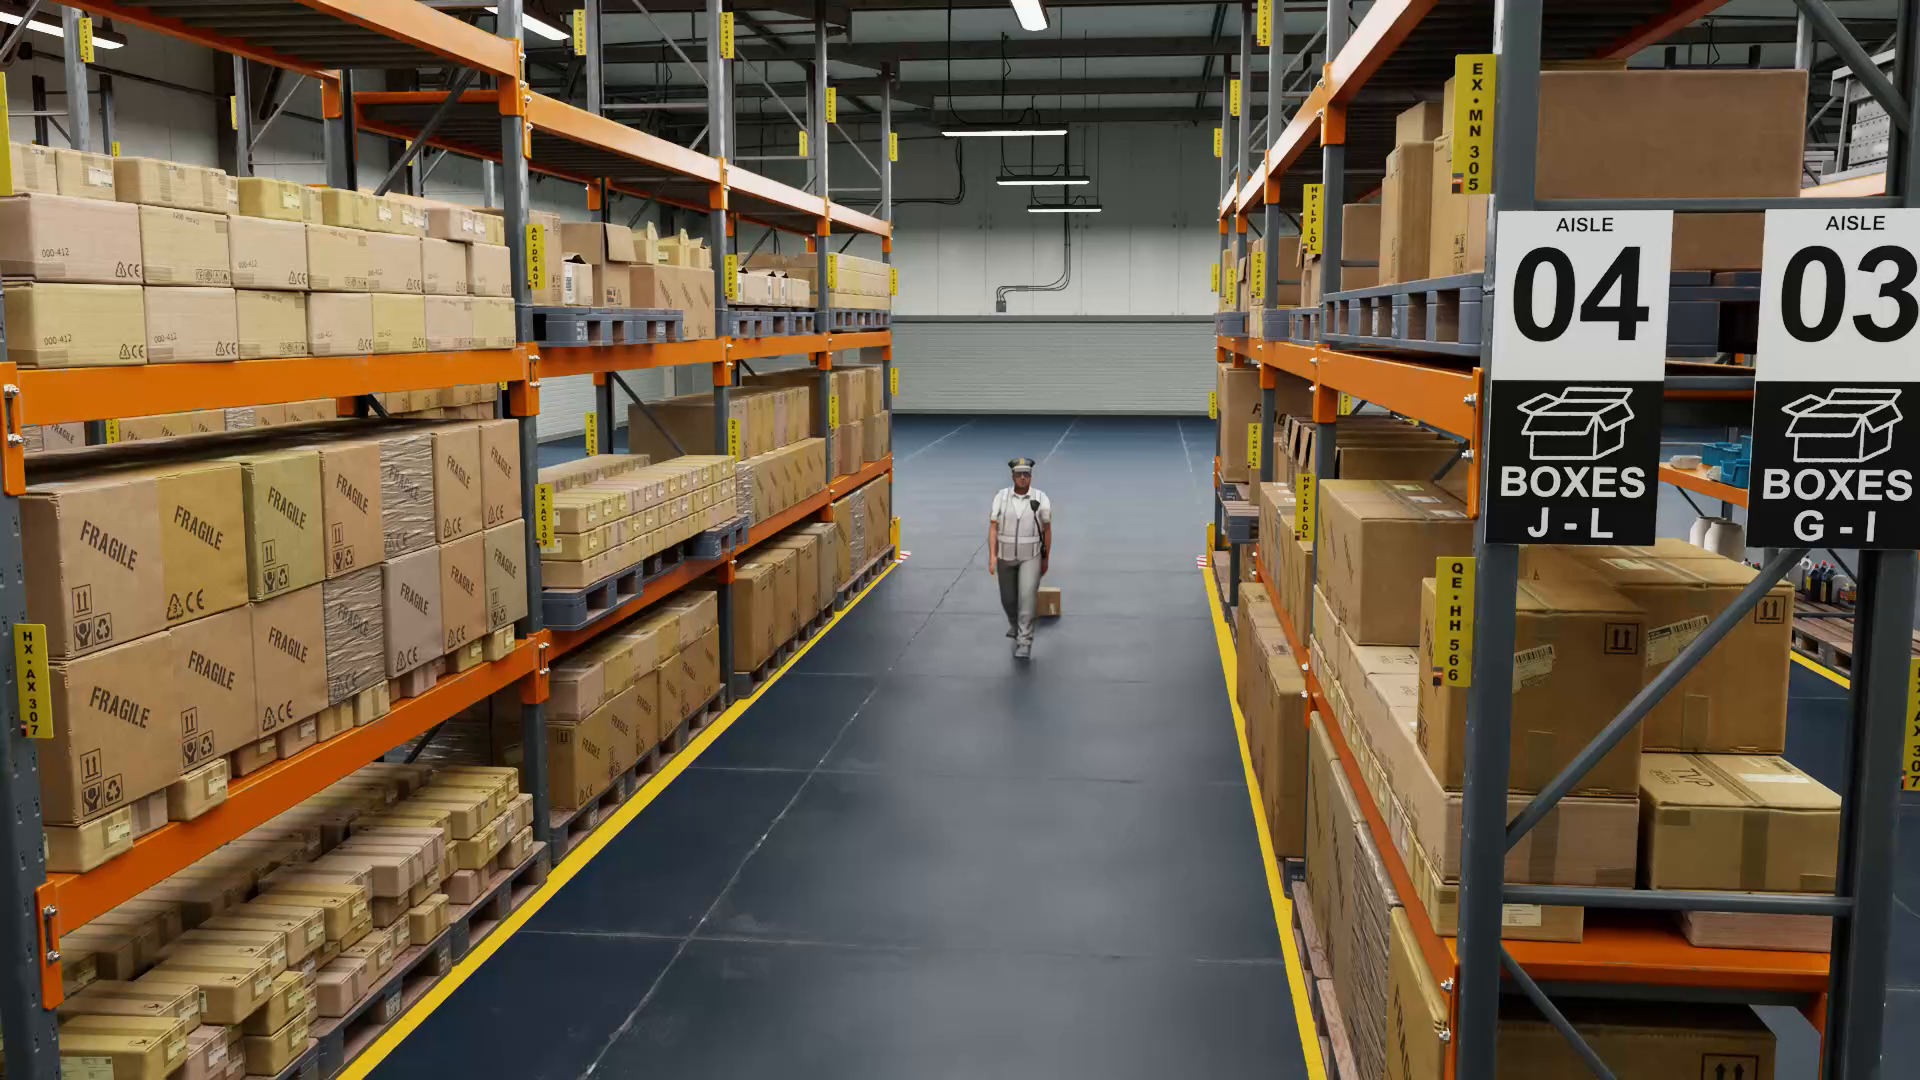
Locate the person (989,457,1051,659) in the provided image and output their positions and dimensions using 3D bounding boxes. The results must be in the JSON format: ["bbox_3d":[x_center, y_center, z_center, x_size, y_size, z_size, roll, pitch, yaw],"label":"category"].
[{"bbox_3d":[0.522,0.127,14.686,0.532,1.725,1.050,2,8,12],"label":"person"}]
